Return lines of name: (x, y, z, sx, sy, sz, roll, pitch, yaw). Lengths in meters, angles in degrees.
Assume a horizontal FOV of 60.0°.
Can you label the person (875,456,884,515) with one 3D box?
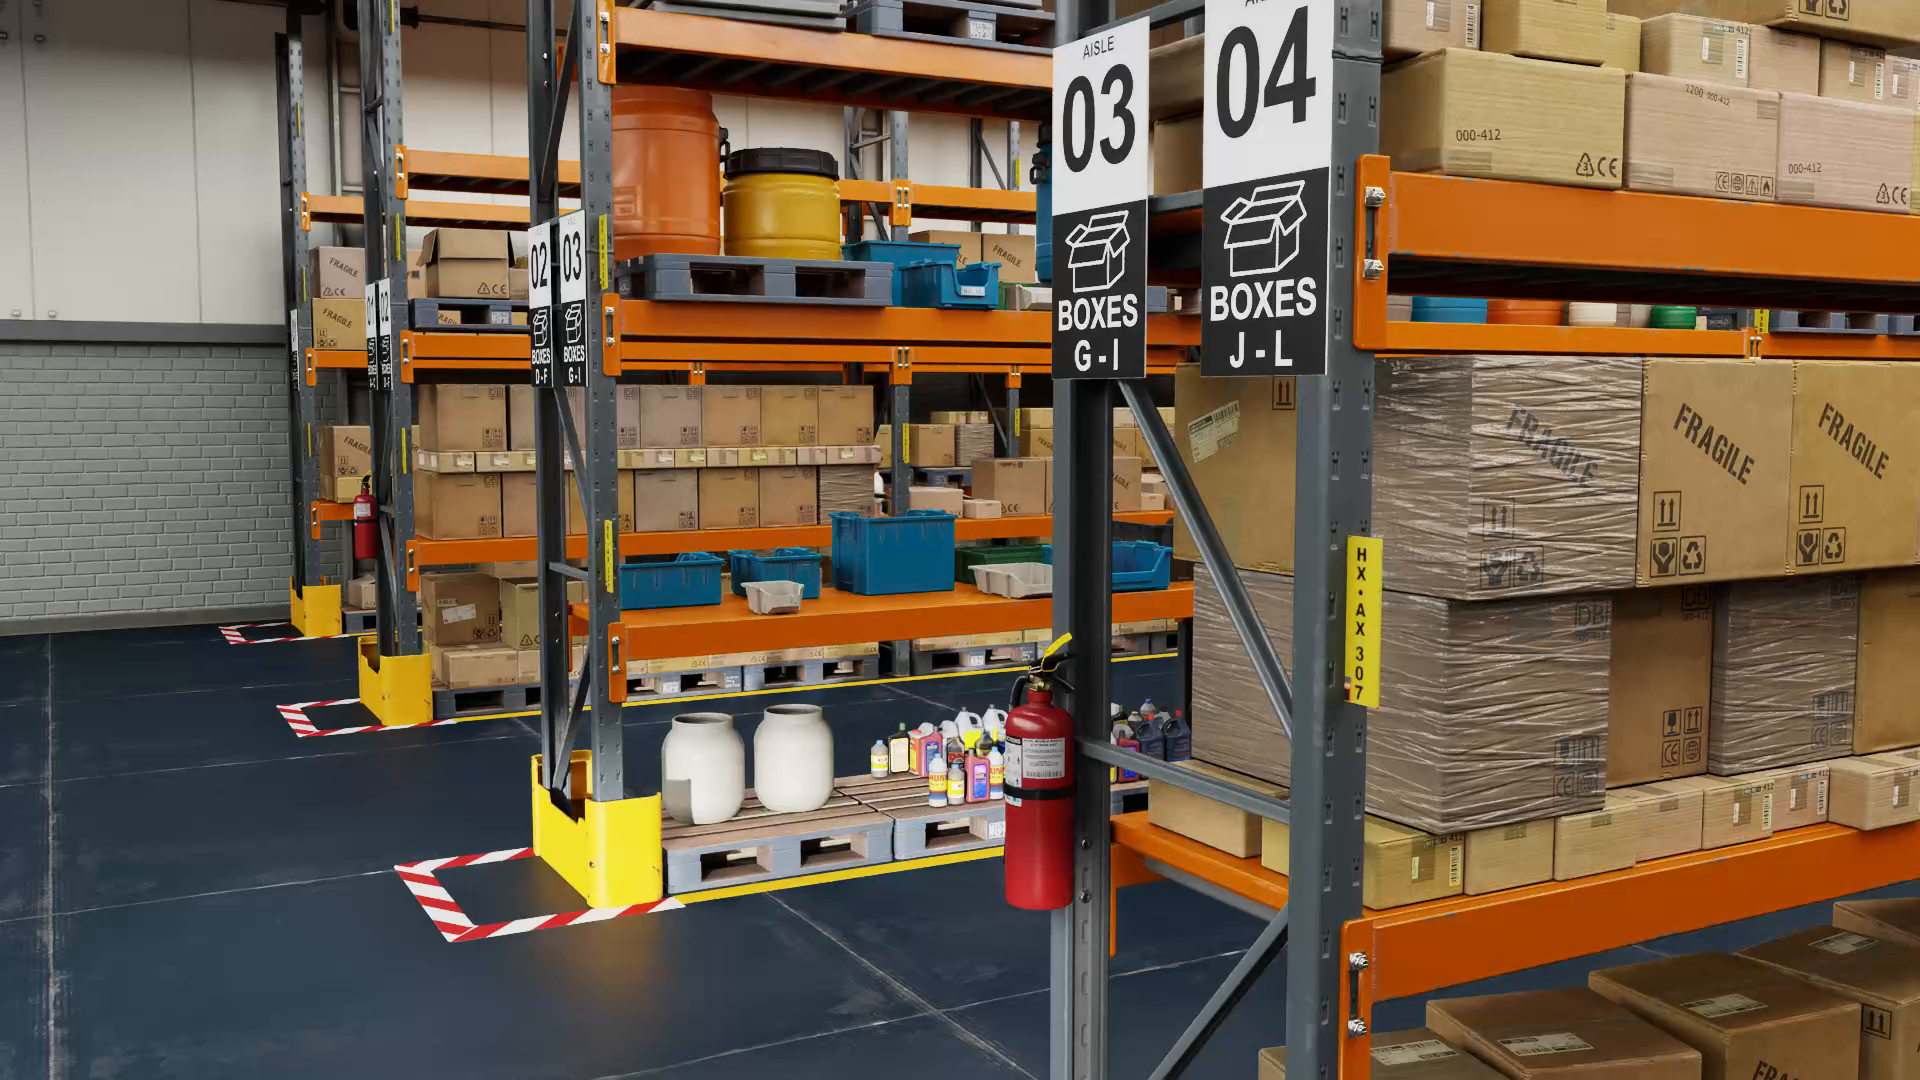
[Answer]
person: (-1.064, -0.091, 18.167, 0.474, 1.802, 0.589, 0, 5, -4)
